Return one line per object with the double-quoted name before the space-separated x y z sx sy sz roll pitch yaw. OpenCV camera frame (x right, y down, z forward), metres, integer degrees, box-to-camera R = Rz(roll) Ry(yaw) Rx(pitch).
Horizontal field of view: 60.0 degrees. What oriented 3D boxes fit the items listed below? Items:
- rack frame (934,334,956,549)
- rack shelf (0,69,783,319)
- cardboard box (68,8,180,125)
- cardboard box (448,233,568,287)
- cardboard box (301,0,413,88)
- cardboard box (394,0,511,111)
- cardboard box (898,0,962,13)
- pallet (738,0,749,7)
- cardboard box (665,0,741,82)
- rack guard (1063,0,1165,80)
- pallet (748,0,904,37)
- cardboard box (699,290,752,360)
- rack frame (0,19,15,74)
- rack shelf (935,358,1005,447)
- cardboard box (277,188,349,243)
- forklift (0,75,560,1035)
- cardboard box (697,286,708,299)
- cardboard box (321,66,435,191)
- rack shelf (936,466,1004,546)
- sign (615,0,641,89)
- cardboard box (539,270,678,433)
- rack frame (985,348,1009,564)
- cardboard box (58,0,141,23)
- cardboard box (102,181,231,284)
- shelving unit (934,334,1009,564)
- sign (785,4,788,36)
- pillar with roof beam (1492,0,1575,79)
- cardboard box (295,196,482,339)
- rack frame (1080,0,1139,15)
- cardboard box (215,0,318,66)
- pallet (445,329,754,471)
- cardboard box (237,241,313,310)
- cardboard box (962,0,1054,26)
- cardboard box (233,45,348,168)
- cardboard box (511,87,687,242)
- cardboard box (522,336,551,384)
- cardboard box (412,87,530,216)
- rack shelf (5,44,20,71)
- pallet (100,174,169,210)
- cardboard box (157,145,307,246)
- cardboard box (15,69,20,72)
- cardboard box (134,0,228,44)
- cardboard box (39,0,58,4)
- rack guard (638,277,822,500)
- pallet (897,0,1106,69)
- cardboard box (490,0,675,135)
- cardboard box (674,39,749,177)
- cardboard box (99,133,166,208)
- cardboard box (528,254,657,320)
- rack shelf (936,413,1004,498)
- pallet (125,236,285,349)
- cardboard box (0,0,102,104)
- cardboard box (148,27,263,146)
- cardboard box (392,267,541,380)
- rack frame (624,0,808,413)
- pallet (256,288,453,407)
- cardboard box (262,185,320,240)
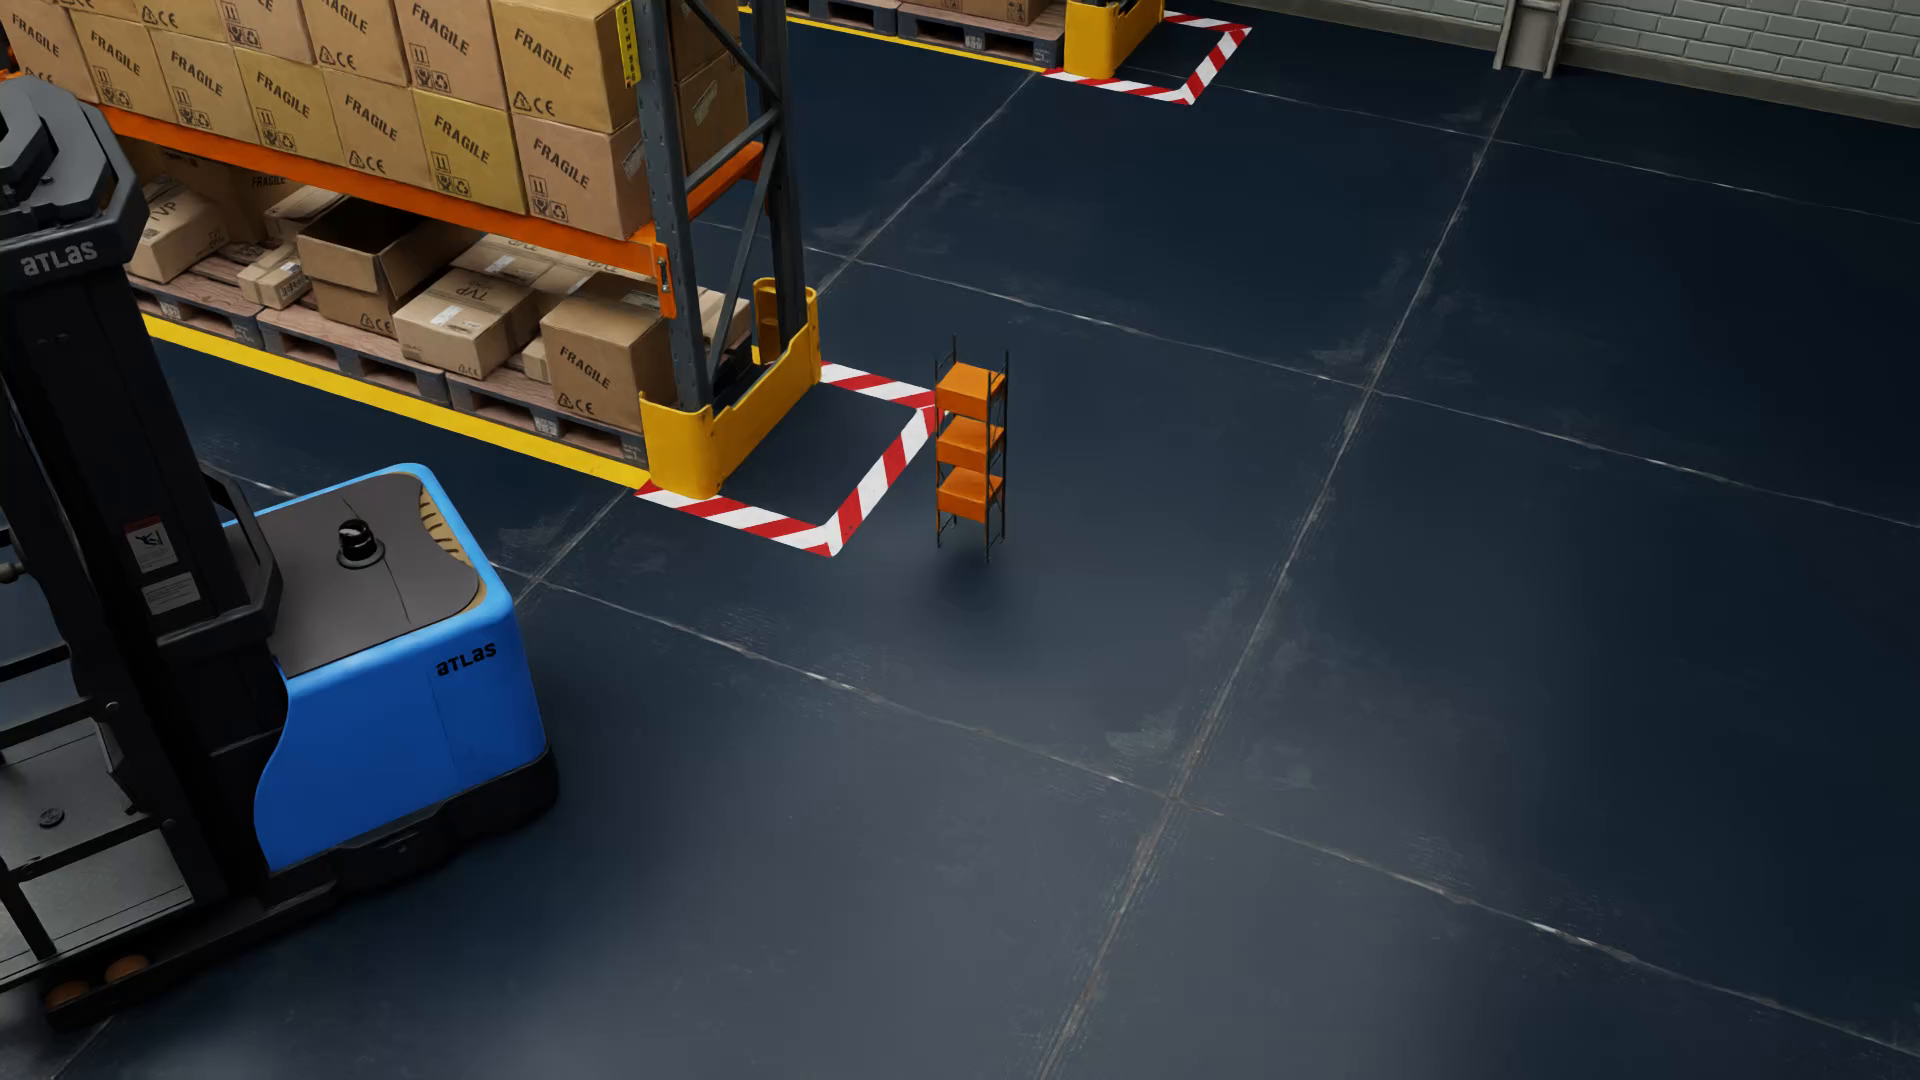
"rack frame" -0.062 -0.416 7.312 0.008 1.050 0.200 17 44 19
"rack shelf" -2.840 -1.963 8.158 4.000 0.370 1.077 17 44 19
"cardboard box" -3.841 -2.384 8.018 0.500 0.500 0.500 18 44 19
"cardboard box" -2.307 -1.404 8.727 0.500 0.250 0.500 17 44 19
"cardboard box" -2.477 -2.337 7.200 0.500 0.500 0.500 18 44 20
"cardboard box" -2.005 -2.196 7.038 0.500 0.500 0.500 18 44 20
"cardboard box" -0.067 -4.110 11.673 0.500 0.500 0.700 17 44 19
"pallet" -1.906 -4.419 12.572 1.213 0.211 1.003 17 44 19
"cardboard box" -1.318 -2.376 7.245 0.500 0.500 0.500 18 44 20
"rack guard" 1.085 -3.671 11.488 0.348 0.500 1.175 17 44 19
"pallet" -0.796 -4.082 12.183 1.213 0.211 1.003 17 44 19
"cardboard box" -1.262 -1.090 8.442 0.250 0.149 0.380 17 44 19
"rack frame" -4.653 -2.789 8.561 0.127 3.000 1.000 17 44 19
"rack shelf" 0.048 -0.588 7.094 0.240 0.259 0.215 17 44 19
"cardboard box" -3.337 -1.742 9.070 0.500 0.311 0.500 17 44 19
"forklift" -3.064 0.168 5.203 3.031 2.935 1.130 -23 46 -24
"cardboard box" -1.488 -1.166 8.516 0.250 0.166 0.380 17 44 19
"cardboard box" -2.470 -1.964 7.534 0.500 0.500 0.500 17 44 19
"rack shelf" 0.048 -0.164 7.462 0.240 0.259 0.215 17 44 19
"sign" -1.280 -1.914 6.427 0.005 0.325 0.100 17 44 19
"cardboard box" -1.625 -0.907 7.963 0.500 0.500 0.500 17 44 19
"rack frame" 0.159 -0.348 7.234 0.008 1.050 0.200 17 44 19
"cardboard box" -3.877 -2.764 7.693 0.500 0.500 0.500 16 43 17
"cardboard box" -4.364 -1.694 9.016 0.500 0.311 0.500 17 44 19
"shelving unit" 0.048 -0.382 7.273 0.252 1.050 0.215 17 44 19
"sign" -0.798 -2.330 7.371 0.005 0.325 0.100 17 44 19
"pillar with roof beam" 2.056 -4.100 5.494 0.400 9.000 9.100 17 44 19
"cardboard box" -2.948 -1.495 8.638 0.637 0.503 0.797 17 44 19
"rack frame" 1.063 -4.622 10.677 0.127 3.000 1.000 17 44 19
"cardboard box" -2.943 -2.479 7.364 0.500 0.500 0.500 18 44 20
"pallet" -1.819 -0.869 8.475 1.213 0.211 1.003 17 44 19
"cardboard box" -3.576 -1.406 8.793 0.250 0.166 0.380 17 44 19
"cardboard box" 0.387 -3.971 11.513 0.500 0.500 0.700 17 44 19
"cardboard box" -2.927 -2.104 7.695 0.500 0.500 0.500 16 44 18
"cardboard box" -1.549 -1.681 7.207 0.500 0.500 0.500 18 44 20
"cardboard box" -1.954 -0.947 8.263 0.250 0.166 0.380 17 44 19
"cardboard box" -2.020 -1.823 7.371 0.500 0.500 0.500 17 44 19
"rack shelf" -6.465 -3.071 9.436 4.000 0.370 1.077 17 44 19
"pallet" -5.406 -1.938 9.709 1.213 0.211 1.003 17 44 19
"cardboard box" -4.016 -2.021 9.248 0.500 0.500 0.500 17 44 19
"cardboard box" -5.476 -2.430 9.720 0.500 0.500 0.500 18 44 19
"cardboard box" -3.411 -2.622 7.529 0.500 0.500 0.500 16 43 17
"cardboard box" -4.345 -2.907 7.858 0.500 0.500 0.500 18 44 20
"rack guard" -1.097 -0.758 8.126 0.348 0.500 1.175 17 44 19
"pallet" 0.306 -3.744 11.792 1.213 0.211 1.003 17 44 19
"cardboard box" -1.547 -2.057 6.877 0.500 0.500 0.500 17 44 18
"cardboard box" -1.318 -1.998 7.573 0.500 0.500 0.500 18 44 20
"cardboard box" -4.988 -2.289 9.557 0.500 0.500 0.500 15 43 17
"cardboard box" -1.854 -1.266 8.568 0.500 0.250 0.500 17 44 19
"rack shelf" 0.048 -0.374 7.280 0.240 0.259 0.215 17 44 19
"pallet" -4.031 -1.544 9.255 1.213 0.211 1.003 17 44 19
"cardboard box" -4.306 -2.524 8.179 0.500 0.500 0.500 18 44 20
"cardboard box" -3.388 -2.244 7.856 0.500 0.500 0.500 17 44 18
"cardboard box" -2.473 -1.094 8.369 0.500 0.250 0.500 17 44 19
"rack frame" -1.028 -1.681 7.283 0.127 3.000 1.000 17 44 19
"pallet" -2.921 -1.207 8.866 1.213 0.211 1.003 17 44 19
"cardboard box" -3.651 -1.820 9.284 0.250 0.149 0.380 17 44 19
